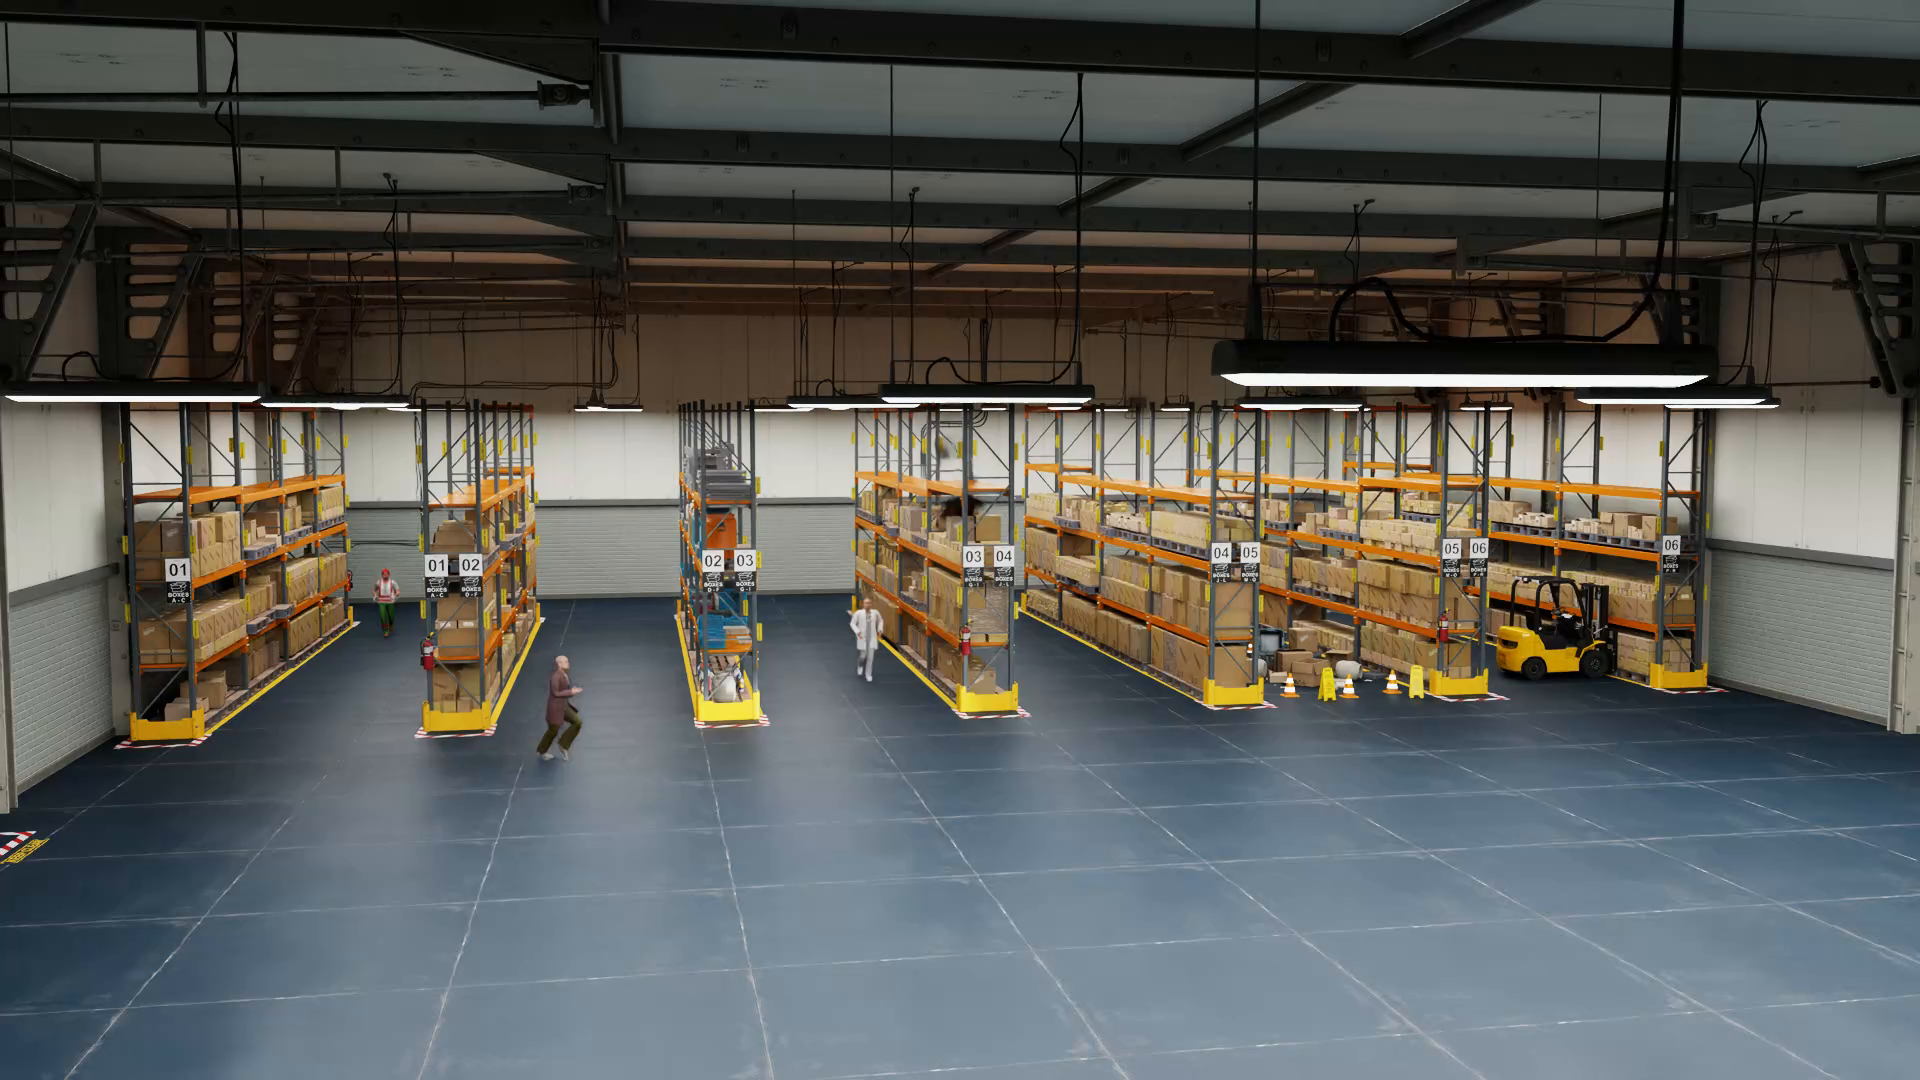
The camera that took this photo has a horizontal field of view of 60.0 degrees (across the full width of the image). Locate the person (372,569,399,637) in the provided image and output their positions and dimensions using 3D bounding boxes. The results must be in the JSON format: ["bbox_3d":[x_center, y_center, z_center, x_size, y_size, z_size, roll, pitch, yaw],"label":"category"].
[{"bbox_3d":[-14.801,1.618,42.871,0.661,1.745,0.761,-1,4,-16],"label":"person"}]

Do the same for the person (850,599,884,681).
[{"bbox_3d":[-2.006,2.138,36.007,0.738,1.764,0.764,-1,4,-12],"label":"person"}]

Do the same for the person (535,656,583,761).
[{"bbox_3d":[-6.594,2.773,27.358,0.882,1.765,0.752,1,4,10],"label":"person"}]
